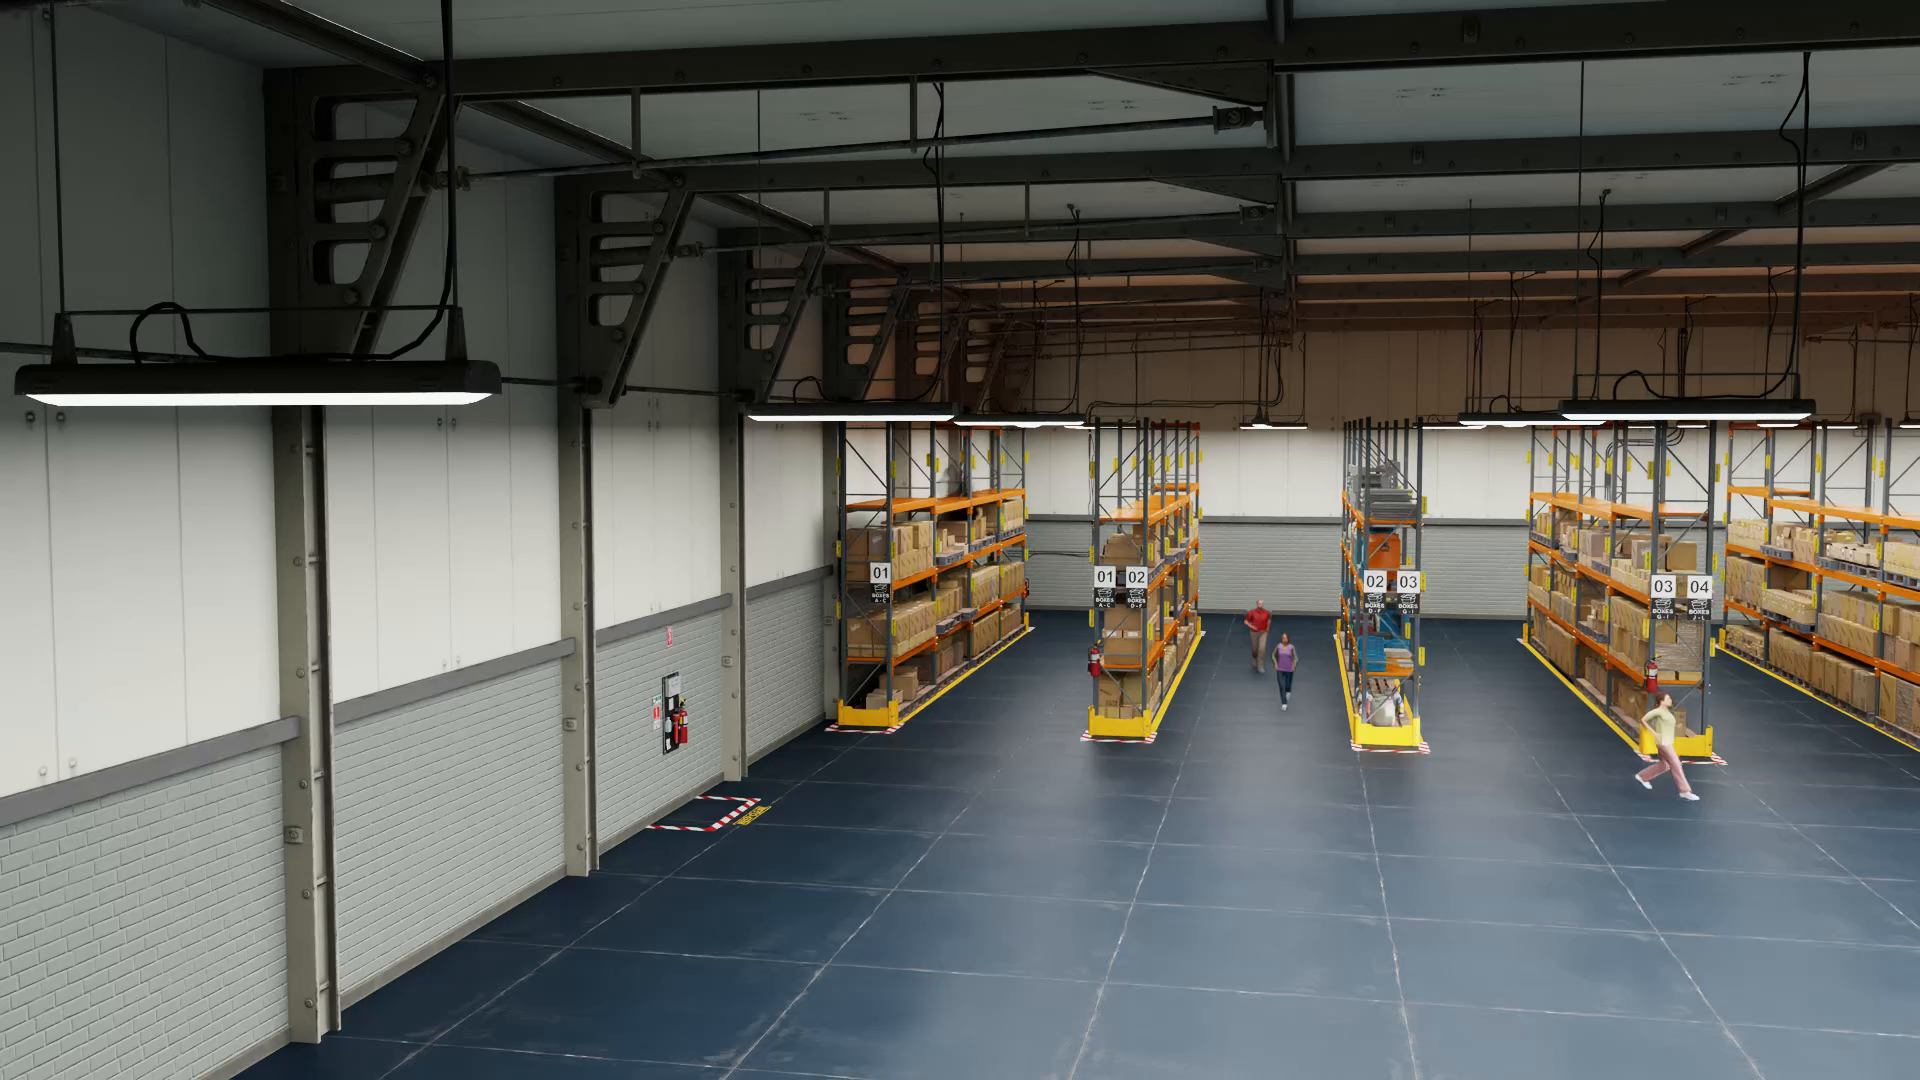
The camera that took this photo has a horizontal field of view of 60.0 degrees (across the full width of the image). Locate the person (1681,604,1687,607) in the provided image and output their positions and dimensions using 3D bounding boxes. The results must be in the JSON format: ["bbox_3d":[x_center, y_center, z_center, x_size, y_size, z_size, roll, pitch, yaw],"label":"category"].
[{"bbox_3d":[18.845,2.059,43.481,0.688,1.710,0.589,2,4,23],"label":"person"}]

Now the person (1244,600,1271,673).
[{"bbox_3d":[7.154,2.292,39.893,0.654,1.732,0.824,0,4,0],"label":"person"}]

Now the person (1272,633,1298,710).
[{"bbox_3d":[6.737,2.675,34.525,0.541,1.502,0.663,1,4,13],"label":"person"}]

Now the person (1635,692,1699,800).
[{"bbox_3d":[11.075,3.199,26.028,1.033,1.613,0.583,3,5,40],"label":"person"}]
